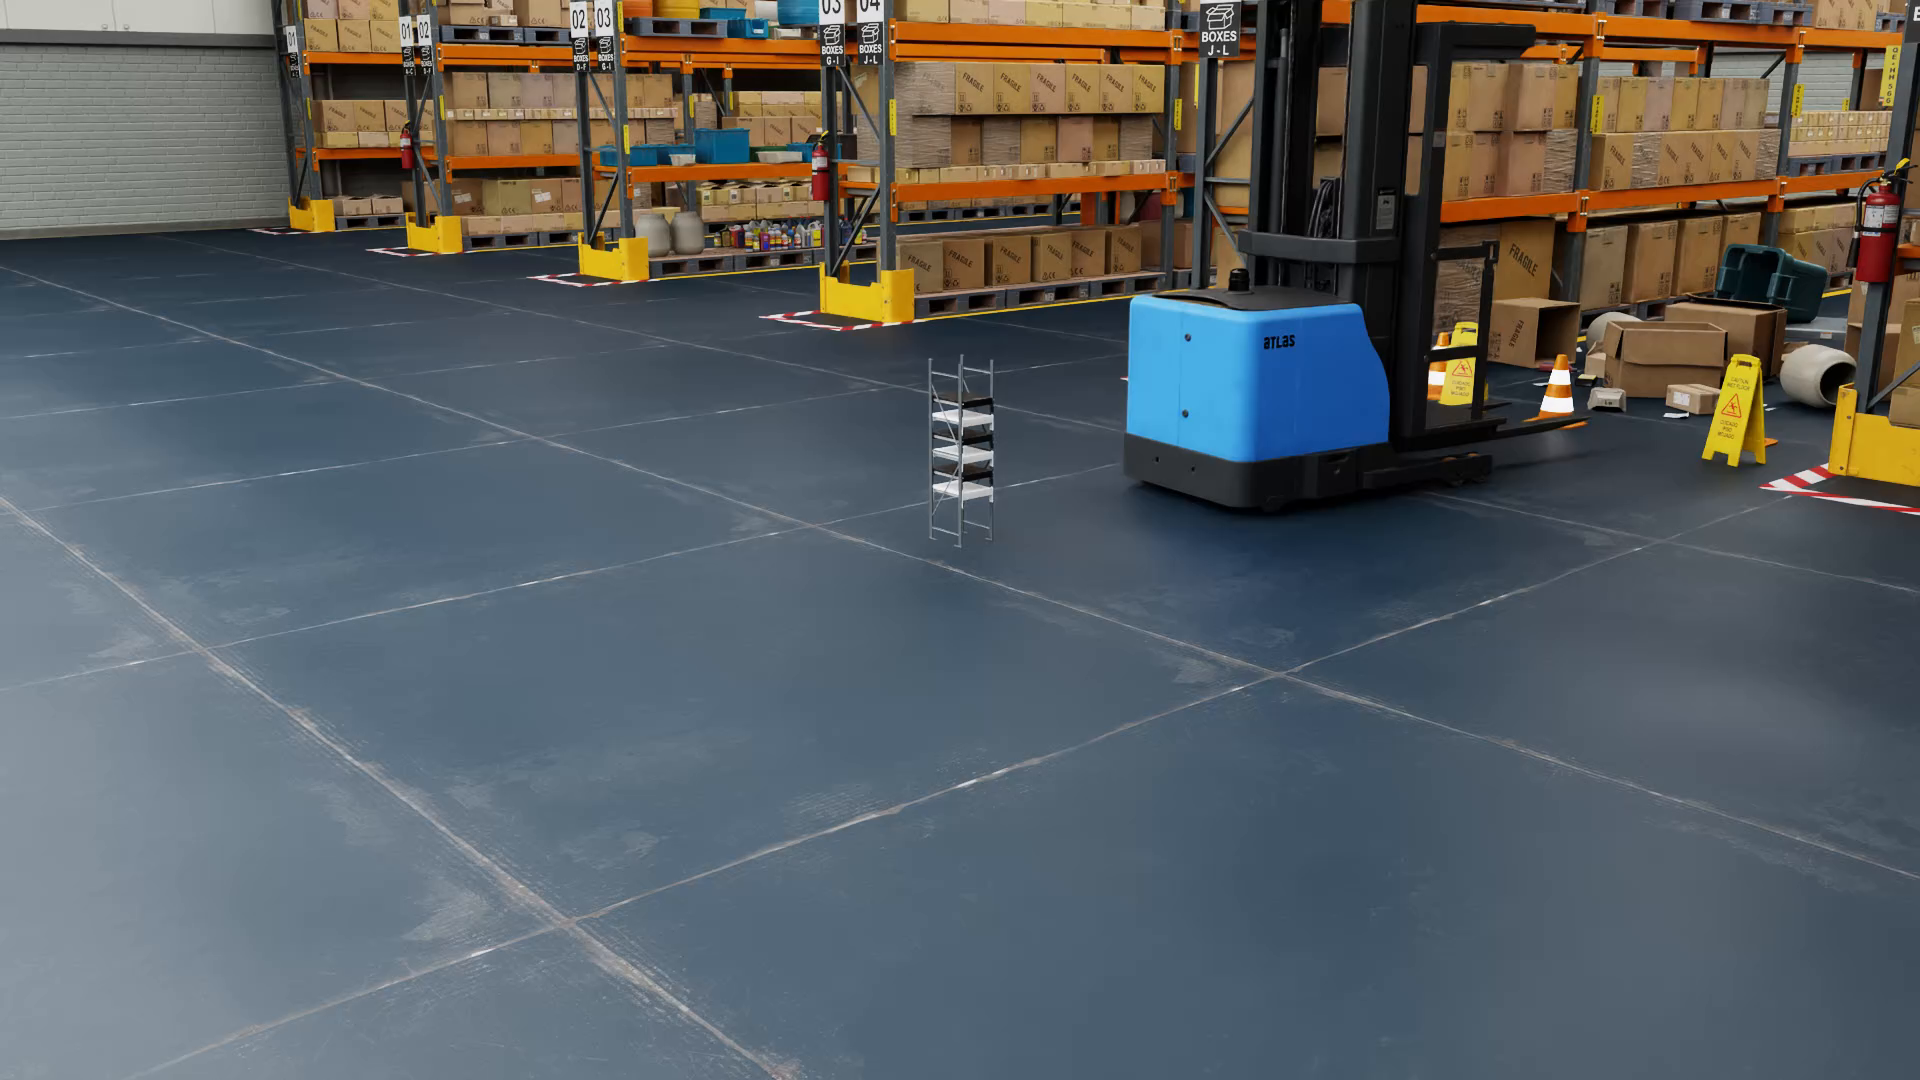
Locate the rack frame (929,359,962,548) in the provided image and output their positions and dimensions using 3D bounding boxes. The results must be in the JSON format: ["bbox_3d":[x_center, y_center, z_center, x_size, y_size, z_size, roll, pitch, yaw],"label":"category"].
[{"bbox_3d":[-0.071,-0.419,8.075,0.006,0.900,0.240,-13,19,-39],"label":"rack frame"}]

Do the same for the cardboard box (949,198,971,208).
[{"bbox_3d":[-0.153,-6.163,29.500,0.500,0.500,0.500,-13,20,-40],"label":"cardboard box"}]

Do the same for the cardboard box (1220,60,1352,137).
[{"bbox_3d":[2.493,-3.345,12.576,0.550,0.550,0.875,-13,19,-39],"label":"cardboard box"}]

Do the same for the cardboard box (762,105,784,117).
[{"bbox_3d":[-3.776,-8.247,32.504,0.500,0.500,0.500,-12,19,-38],"label":"cardboard box"}]

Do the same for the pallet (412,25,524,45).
[{"bbox_3d":[-6.942,-7.128,23.483,1.213,0.211,1.003,-13,19,-39],"label":"pallet"}]

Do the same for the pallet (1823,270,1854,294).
[{"bbox_3d":[9.733,-3.041,19.226,1.213,0.211,1.003,-13,19,-39],"label":"pallet"}]

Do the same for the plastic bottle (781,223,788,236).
[{"bbox_3d":[-2.336,-4.094,22.199,0.097,0.271,0.097,0,15,0],"label":"plastic bottle"}]

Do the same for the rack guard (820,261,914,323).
[{"bbox_3d":[-0.935,-2.483,16.578,0.348,0.500,1.175,-13,19,-39],"label":"rack guard"}]

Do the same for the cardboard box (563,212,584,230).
[{"bbox_3d":[-5.809,-4.783,24.858,0.500,0.250,0.500,-13,19,-39],"label":"cardboard box"}]

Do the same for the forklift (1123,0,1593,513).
[{"bbox_3d":[2.438,-1.824,9.399,3.031,2.935,1.130,-9,18,-31],"label":"forklift"}]

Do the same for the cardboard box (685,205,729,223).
[{"bbox_3d":[-4.008,-5.179,26.342,0.500,0.250,0.500,-13,20,-41],"label":"cardboard box"}]

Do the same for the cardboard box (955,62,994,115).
[{"bbox_3d":[-0.017,-4.477,16.489,0.500,0.500,0.500,-13,19,-39],"label":"cardboard box"}]

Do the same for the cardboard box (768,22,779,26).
[{"bbox_3d":[-2.992,-8.176,26.712,0.500,0.250,0.500,14,20,42],"label":"cardboard box"}]

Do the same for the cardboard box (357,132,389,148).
[{"bbox_3d":[-9.788,-6.620,27.472,0.500,0.250,0.500,-13,20,-41],"label":"cardboard box"}]

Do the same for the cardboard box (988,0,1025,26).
[{"bbox_3d":[0.302,-5.258,16.599,0.500,0.250,0.500,-13,20,-40],"label":"cardboard box"}]

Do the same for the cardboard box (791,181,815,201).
[{"bbox_3d":[-2.461,-5.797,27.567,0.500,0.311,0.500,-13,20,-40],"label":"cardboard box"}]

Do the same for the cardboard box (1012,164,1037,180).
[{"bbox_3d":[0.574,-3.794,17.127,0.250,0.149,0.380,-13,19,-39],"label":"cardboard box"}]

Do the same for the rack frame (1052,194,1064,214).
[{"bbox_3d":[1.560,-7.640,31.040,0.127,3.000,1.000,-13,19,-39],"label":"rack frame"}]

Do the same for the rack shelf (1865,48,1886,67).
[{"bbox_3d":[12.749,-6.169,21.113,4.000,0.370,1.077,-13,19,-39],"label":"rack shelf"}]

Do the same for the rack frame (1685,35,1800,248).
[{"bbox_3d":[8.222,-4.051,17.602,0.127,3.000,1.000,-13,19,-39],"label":"rack frame"}]

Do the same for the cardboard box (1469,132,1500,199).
[{"bbox_3d":[4.050,-3.214,14.181,0.550,0.550,0.875,-13,19,-39],"label":"cardboard box"}]

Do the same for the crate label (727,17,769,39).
[{"bbox_3d":[-2.615,-6.272,20.395,0.408,0.251,0.502,-13,19,-39],"label":"crate label"}]

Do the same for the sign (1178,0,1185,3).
[{"bbox_3d":[2.387,-5.950,17.900,0.005,0.325,0.100,-13,19,-39],"label":"sign"}]

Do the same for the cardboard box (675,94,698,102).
[{"bbox_3d":[-5.185,-8.379,31.502,0.380,0.149,0.250,12,19,38],"label":"cardboard box"}]

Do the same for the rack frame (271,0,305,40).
[{"bbox_3d":[-10.747,-9.469,26.263,0.127,3.000,1.000,-13,19,-39],"label":"rack frame"}]

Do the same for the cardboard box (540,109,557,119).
[{"bbox_3d":[-6.085,-6.212,24.243,0.250,0.149,0.380,-13,20,-40],"label":"cardboard box"}]

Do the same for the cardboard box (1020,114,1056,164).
[{"bbox_3d":[0.529,-4.225,17.483,0.500,0.500,0.875,-13,19,-39],"label":"cardboard box"}]

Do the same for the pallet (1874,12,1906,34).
[{"bbox_3d":[9.924,-5.826,18.802,1.003,0.211,1.213,-13,19,-39],"label":"pallet"}]

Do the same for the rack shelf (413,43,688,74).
[{"bbox_3d":[-5.984,-7.048,24.404,4.000,0.370,1.077,-13,19,-39],"label":"rack shelf"}]

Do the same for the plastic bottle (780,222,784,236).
[{"bbox_3d":[-2.402,-4.112,22.244,0.133,0.283,0.061,-12,19,-37],"label":"plastic bottle"}]

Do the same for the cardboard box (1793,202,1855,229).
[{"bbox_3d":[9.666,-3.645,18.660,0.500,0.250,0.500,-12,19,-39],"label":"cardboard box"}]

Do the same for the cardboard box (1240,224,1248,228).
[{"bbox_3d":[3.296,-3.632,20.027,0.700,0.500,0.500,14,20,42],"label":"cardboard box"}]

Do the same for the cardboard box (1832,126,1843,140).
[{"bbox_3d":[9.500,-4.496,18.365,0.250,0.149,0.380,-13,19,-39],"label":"cardboard box"}]

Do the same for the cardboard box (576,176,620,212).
[{"bbox_3d":[-5.441,-5.233,25.088,0.500,0.500,0.500,-13,19,-39],"label":"cardboard box"}]

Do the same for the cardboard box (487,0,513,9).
[{"bbox_3d":[-7.929,-9.101,28.527,0.500,0.500,0.500,14,20,42],"label":"cardboard box"}]

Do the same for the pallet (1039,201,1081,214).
[{"bbox_3d":[2.079,-6.409,31.835,1.213,0.211,1.003,-13,19,-39],"label":"pallet"}]

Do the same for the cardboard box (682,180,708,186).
[{"bbox_3d":[-5.221,-6.799,31.882,0.500,0.500,0.700,-12,19,-39],"label":"cardboard box"}]

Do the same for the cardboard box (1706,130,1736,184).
[{"bbox_3d":[7.305,-3.801,16.475,0.500,0.500,0.500,-13,20,-40],"label":"cardboard box"}]

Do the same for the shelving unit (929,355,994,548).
[{"bbox_3d":[0.006,-0.436,8.139,0.210,0.900,0.258,-13,19,-39],"label":"shelving unit"}]

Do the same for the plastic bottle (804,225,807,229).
[{"bbox_3d":[-1.998,-3.983,21.761,0.133,0.283,0.061,-13,19,-39],"label":"plastic bottle"}]

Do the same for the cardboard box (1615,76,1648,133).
[{"bbox_3d":[5.962,-4.077,15.570,0.500,0.500,0.700,-13,20,-40],"label":"cardboard box"}]

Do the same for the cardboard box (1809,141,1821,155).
[{"bbox_3d":[9.098,-4.260,18.058,0.250,0.149,0.380,-11,19,-37],"label":"cardboard box"}]

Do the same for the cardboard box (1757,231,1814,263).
[{"bbox_3d":[8.923,-3.116,18.133,0.500,0.500,0.500,-14,20,-42],"label":"cardboard box"}]

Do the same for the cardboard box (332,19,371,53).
[{"bbox_3d":[-9.902,-8.170,26.979,0.500,0.500,0.500,-11,19,-36],"label":"cardboard box"}]

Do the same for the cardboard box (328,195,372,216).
[{"bbox_3d":[-10.166,-5.584,27.701,0.500,0.311,0.500,13,20,41],"label":"cardboard box"}]

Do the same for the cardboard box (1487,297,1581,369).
[{"bbox_3d":[4.707,-1.704,13.655,0.500,0.500,0.500,-9,17,-30],"label":"cardboard box"}]

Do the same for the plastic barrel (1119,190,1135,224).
[{"bbox_3d":[2.517,-5.198,25.903,0.421,0.512,0.421,0,15,0],"label":"plastic barrel"}]

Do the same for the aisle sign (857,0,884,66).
[{"bbox_3d":[-0.842,-4.865,15.614,0.004,0.787,0.394,-13,19,-39],"label":"aisle sign"}]

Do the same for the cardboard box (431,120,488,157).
[{"bbox_3d":[-7.132,-5.732,23.703,0.500,0.500,0.700,-13,19,-39],"label":"cardboard box"}]

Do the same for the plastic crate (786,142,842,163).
[{"bbox_3d":[-1.883,-5.008,21.473,0.616,0.251,0.499,-13,19,-39],"label":"plastic crate"}]

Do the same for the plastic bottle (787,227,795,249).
[{"bbox_3d":[-2.184,-3.893,21.444,0.097,0.271,0.097,0,15,0],"label":"plastic bottle"}]

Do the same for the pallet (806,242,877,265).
[{"bbox_3d":[-1.760,-3.867,22.318,1.213,0.211,1.003,-13,19,-39],"label":"pallet"}]

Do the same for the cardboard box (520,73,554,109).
[{"bbox_3d":[-6.319,-6.544,24.227,0.500,0.500,0.700,-13,19,-39],"label":"cardboard box"}]
